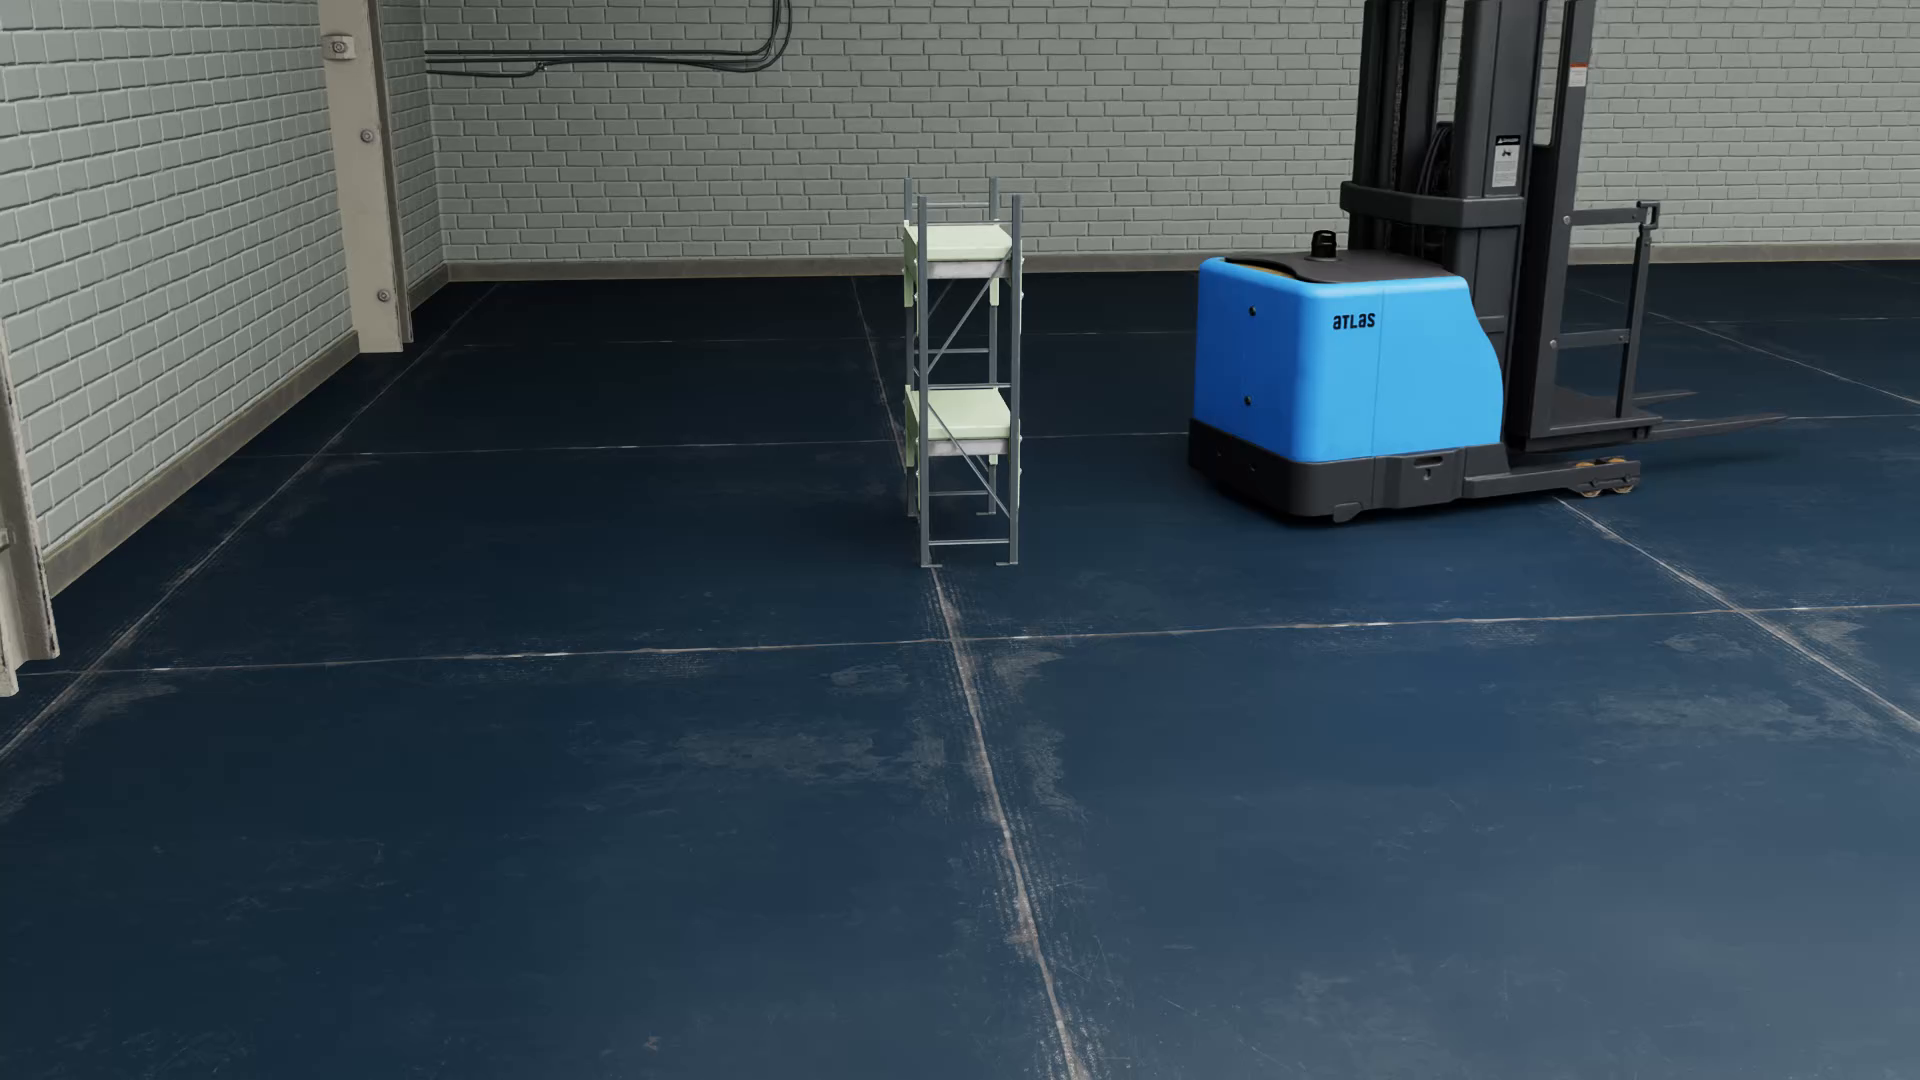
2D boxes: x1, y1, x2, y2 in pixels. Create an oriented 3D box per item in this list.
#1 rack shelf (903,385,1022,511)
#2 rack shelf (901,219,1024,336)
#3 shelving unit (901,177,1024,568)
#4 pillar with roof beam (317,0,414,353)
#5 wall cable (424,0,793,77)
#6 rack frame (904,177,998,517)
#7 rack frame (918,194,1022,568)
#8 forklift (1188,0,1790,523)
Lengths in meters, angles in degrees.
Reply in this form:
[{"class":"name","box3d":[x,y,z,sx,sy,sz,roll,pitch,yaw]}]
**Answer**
[{"class":"rack shelf","box3d":[-0.001,-0.407,7.056,0.431,0.370,0.720,-2,18,-6]},{"class":"rack shelf","box3d":[-0.001,-1.090,6.842,0.431,0.370,0.720,-2,18,-6]},{"class":"shelving unit","box3d":[-0.001,-0.718,6.959,0.431,1.500,0.755,-2,18,-6]},{"class":"pillar with roof beam","box3d":[0.340,-5.750,10.467,9.100,9.000,0.400,-2,18,-6]},{"class":"wall cable","box3d":[-2.931,-5.054,13.435,3.097,2.526,0.112,-2,18,-6]},{"class":"rack frame","box3d":[-0.038,-0.827,7.306,0.400,1.500,0.023,-2,18,-6]},{"class":"rack frame","box3d":[0.037,-0.609,6.611,0.400,1.500,0.023,-2,18,-6]},{"class":"forklift","box3d":[2.678,-1.736,7.812,3.031,2.935,1.130,-7,19,-21]}]
